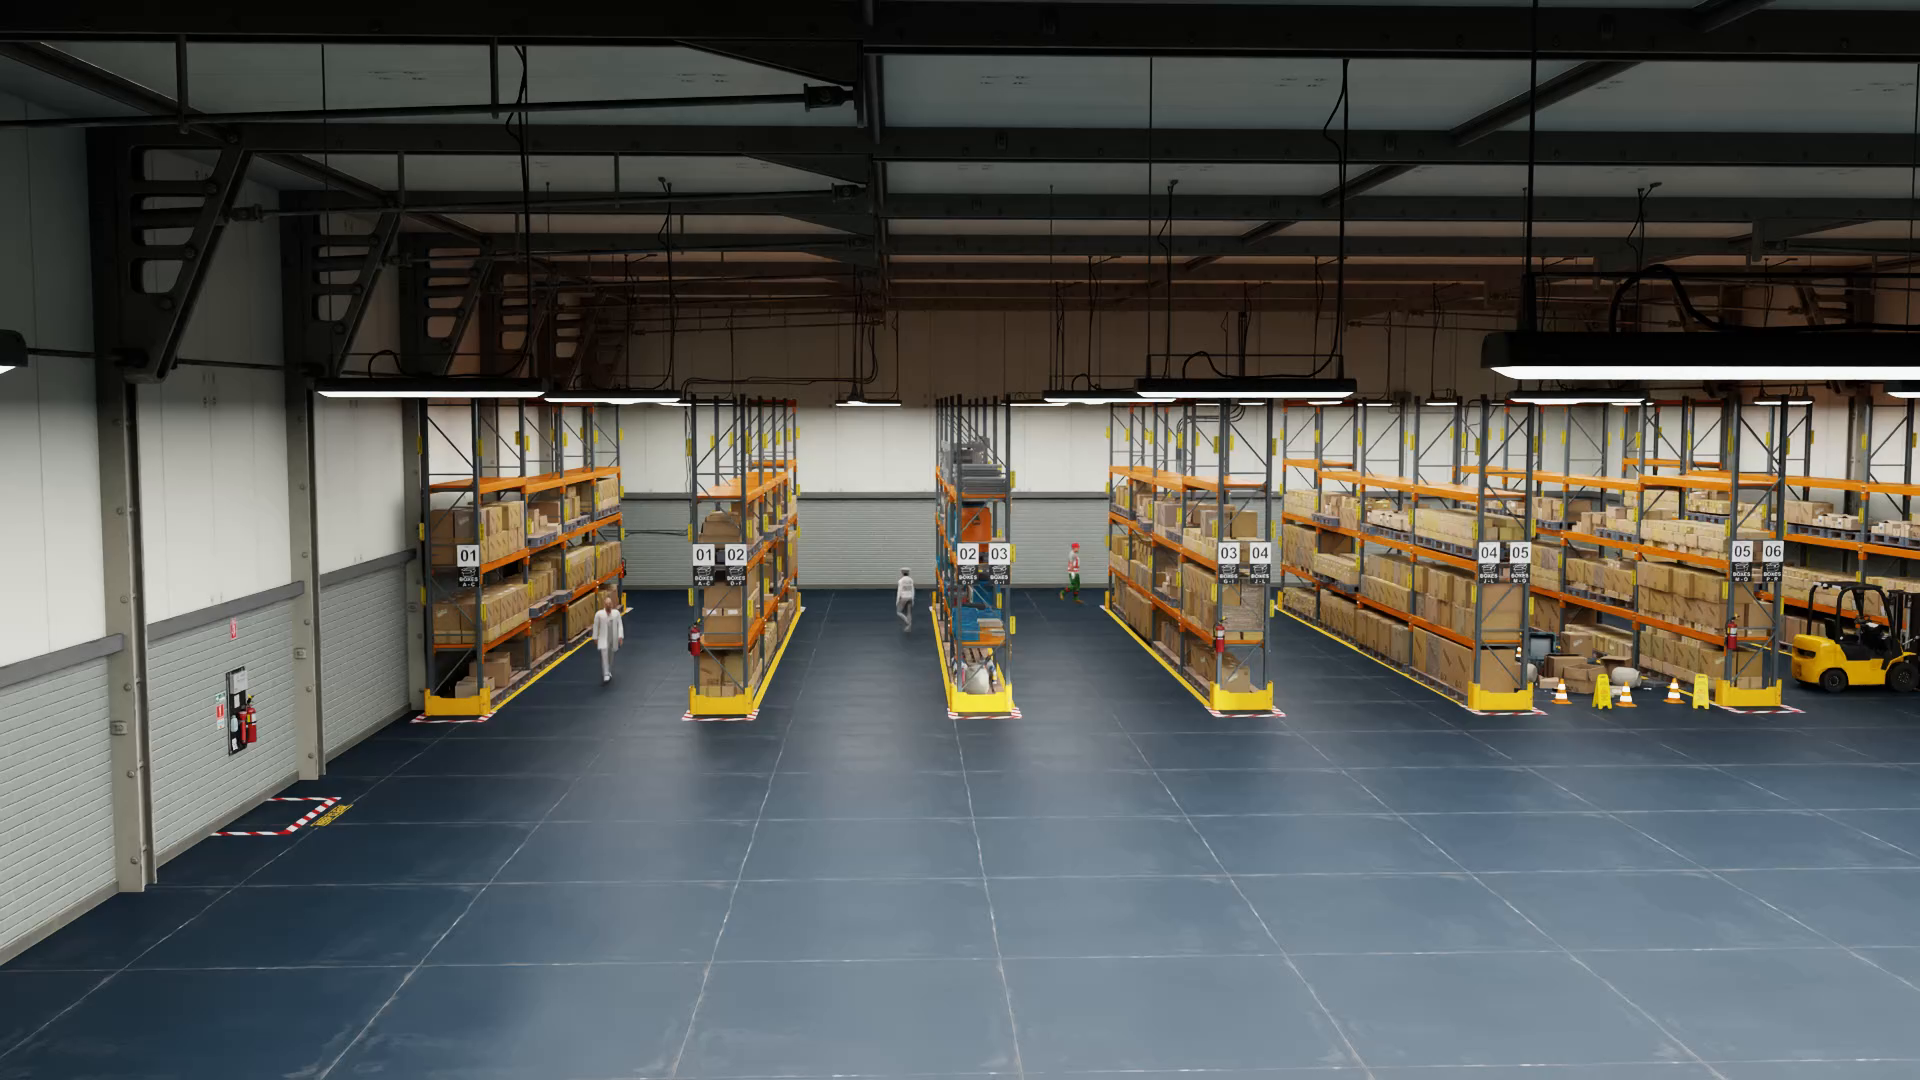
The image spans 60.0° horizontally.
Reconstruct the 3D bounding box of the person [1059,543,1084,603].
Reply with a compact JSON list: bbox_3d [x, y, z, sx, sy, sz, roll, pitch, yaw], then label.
[{"bbox_3d":[3.292,0.977,48.970,0.703,1.779,0.612,1,5,15],"label":"person"}]

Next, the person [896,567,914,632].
[{"bbox_3d":[-1.355,1.539,42.462,0.517,1.674,0.514,-4,6,-40],"label":"person"}]

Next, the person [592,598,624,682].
[{"bbox_3d":[-7.357,2.086,34.905,0.600,1.729,1.086,-3,5,-31],"label":"person"}]

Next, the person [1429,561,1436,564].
[{"bbox_3d":[12.706,1.383,44.649,0.502,1.657,0.444,-4,6,-43],"label":"person"}]
